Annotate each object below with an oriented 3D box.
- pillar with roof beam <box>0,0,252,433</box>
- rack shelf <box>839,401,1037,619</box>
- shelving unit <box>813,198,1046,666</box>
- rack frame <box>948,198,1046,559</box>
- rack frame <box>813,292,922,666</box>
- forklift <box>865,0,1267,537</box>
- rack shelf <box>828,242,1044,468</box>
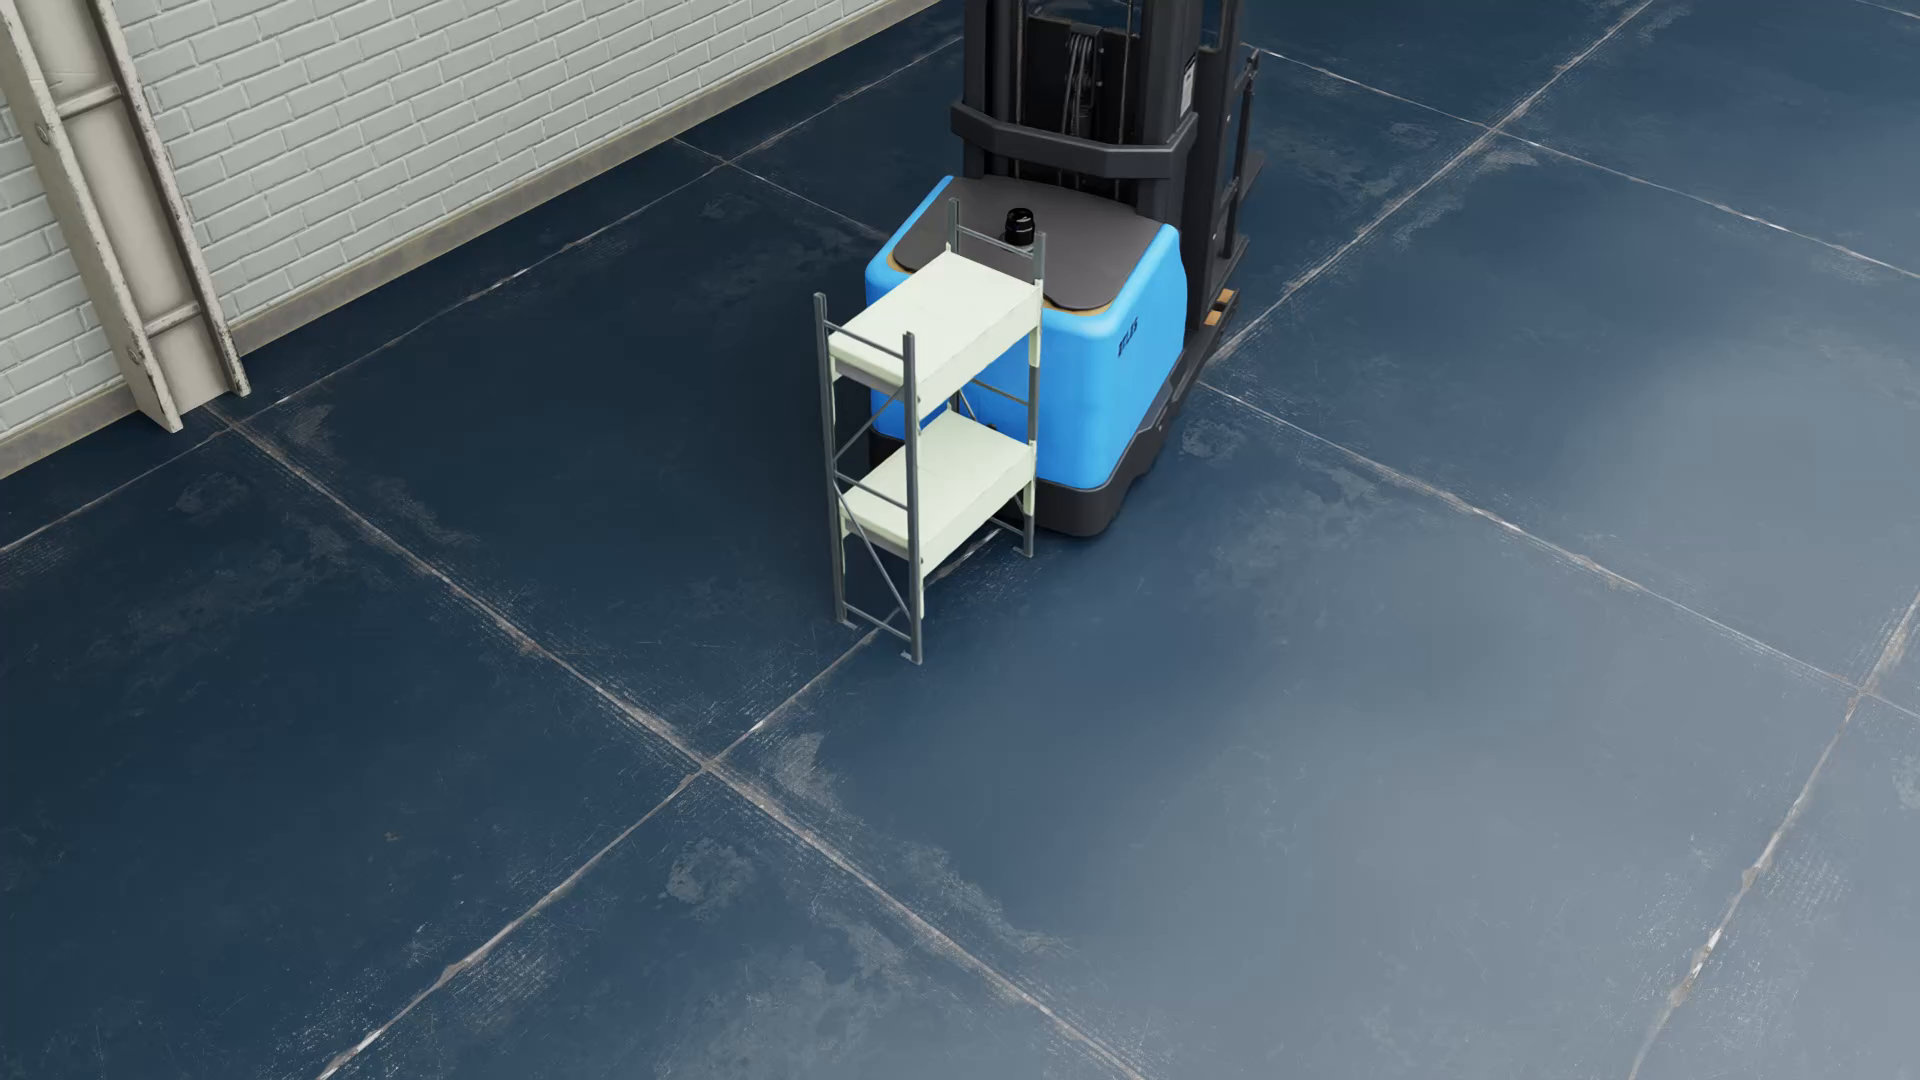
[{"bbox_3d":[-0.136,-2.099,2.370,9.100,9.000,0.400,29,50,28],"label":"pillar with roof beam"},{"bbox_3d":[-0.092,-0.124,6.257,0.431,0.370,0.720,26,49,26],"label":"rack shelf"},{"bbox_3d":[-0.092,-0.366,6.037,0.431,1.500,0.755,26,49,26],"label":"shelving unit"},{"bbox_3d":[0.126,-0.564,6.255,0.400,1.500,0.023,26,49,26],"label":"rack frame"},{"bbox_3d":[-0.309,-0.168,5.819,0.400,1.500,0.023,26,49,26],"label":"rack frame"},{"bbox_3d":[0.676,-2.095,6.875,1.130,2.935,3.031,16,45,17],"label":"forklift"},{"bbox_3d":[-0.092,-0.654,5.775,0.431,0.370,0.720,26,49,26],"label":"rack shelf"}]
